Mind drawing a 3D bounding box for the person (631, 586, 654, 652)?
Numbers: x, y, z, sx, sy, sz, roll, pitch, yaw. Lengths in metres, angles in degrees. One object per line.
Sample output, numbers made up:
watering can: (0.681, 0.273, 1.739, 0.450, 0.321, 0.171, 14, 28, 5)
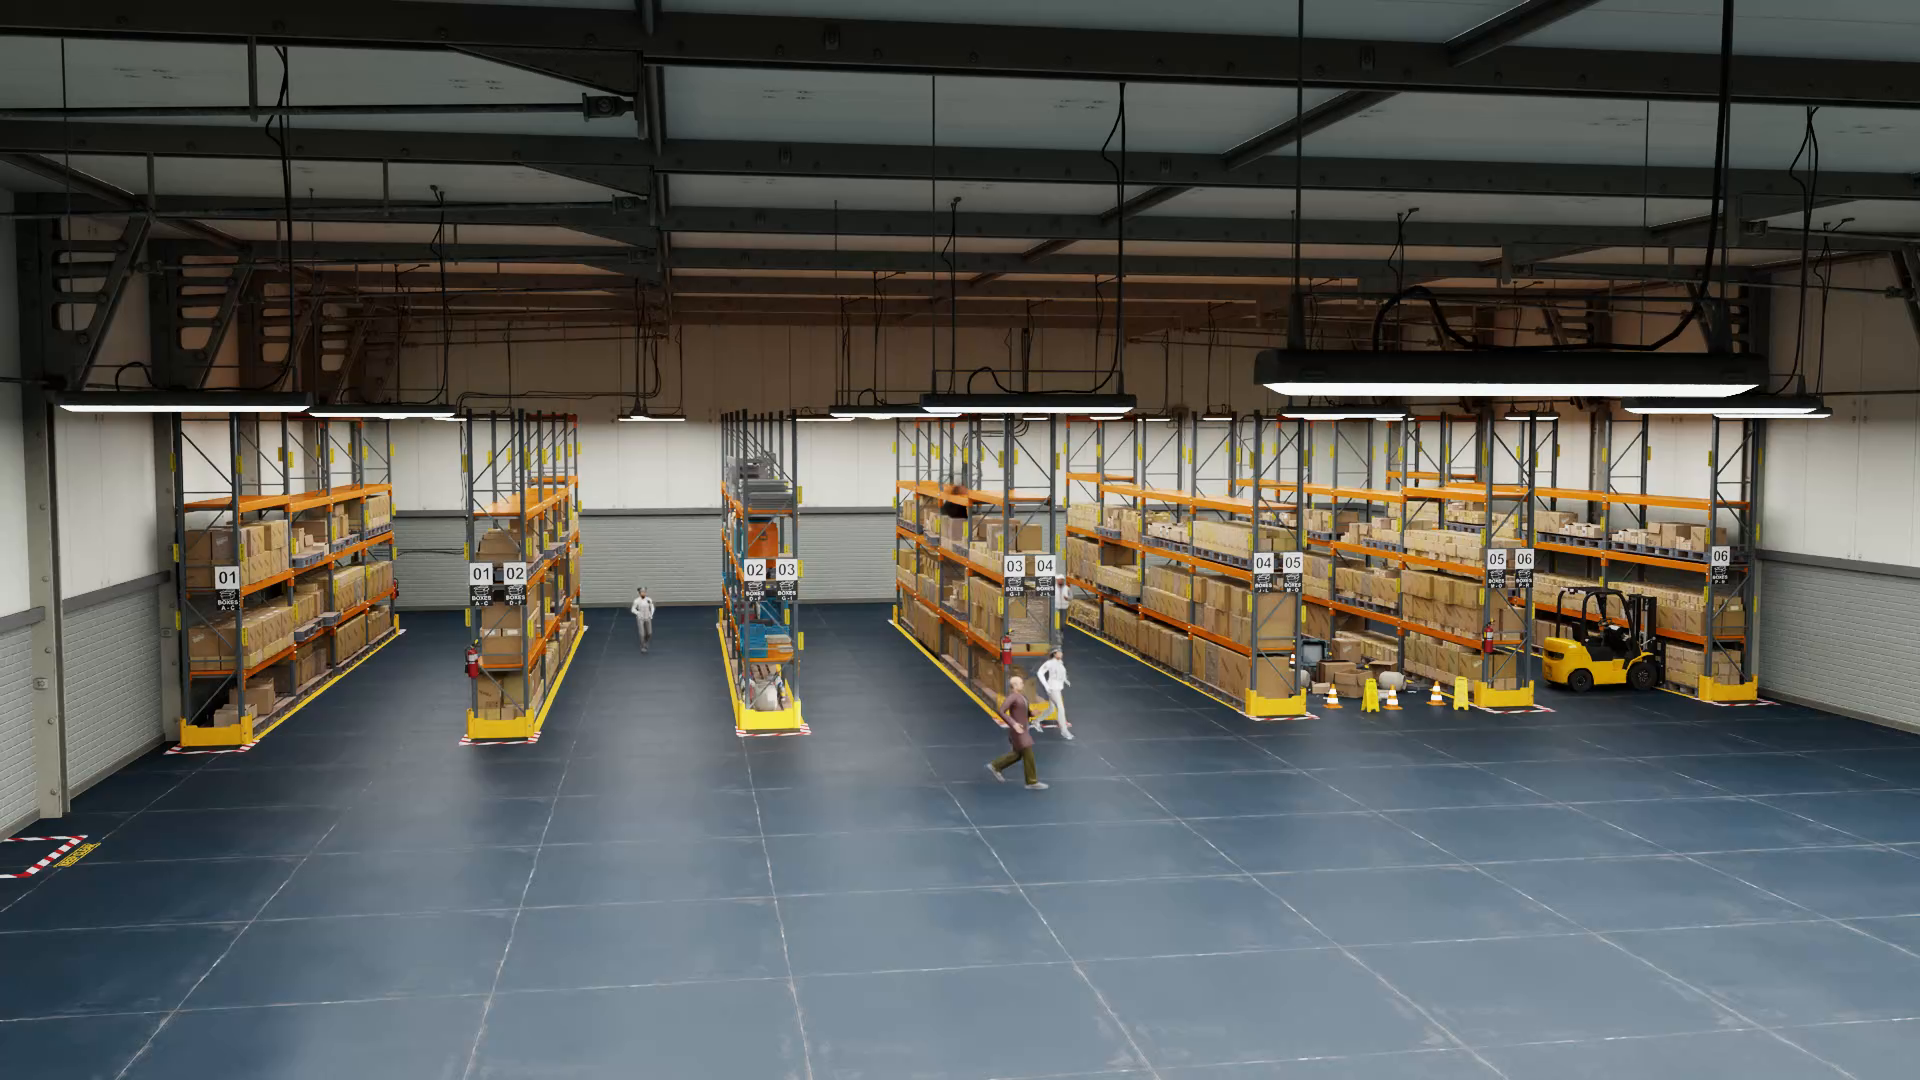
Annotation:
person: (-7.916, 1.987, 41.689, 0.598, 1.651, 0.519, -2, 4, -22)

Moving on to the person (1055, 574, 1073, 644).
person: (2.630, 1.775, 43.501, 0.658, 1.766, 0.947, 0, 4, -5)

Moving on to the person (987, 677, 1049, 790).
person: (0.899, 3.012, 26.039, 1.021, 1.754, 0.715, 1, 4, 14)

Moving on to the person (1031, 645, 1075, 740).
person: (1.730, 2.750, 30.394, 0.901, 1.701, 0.632, 2, 5, 28)
